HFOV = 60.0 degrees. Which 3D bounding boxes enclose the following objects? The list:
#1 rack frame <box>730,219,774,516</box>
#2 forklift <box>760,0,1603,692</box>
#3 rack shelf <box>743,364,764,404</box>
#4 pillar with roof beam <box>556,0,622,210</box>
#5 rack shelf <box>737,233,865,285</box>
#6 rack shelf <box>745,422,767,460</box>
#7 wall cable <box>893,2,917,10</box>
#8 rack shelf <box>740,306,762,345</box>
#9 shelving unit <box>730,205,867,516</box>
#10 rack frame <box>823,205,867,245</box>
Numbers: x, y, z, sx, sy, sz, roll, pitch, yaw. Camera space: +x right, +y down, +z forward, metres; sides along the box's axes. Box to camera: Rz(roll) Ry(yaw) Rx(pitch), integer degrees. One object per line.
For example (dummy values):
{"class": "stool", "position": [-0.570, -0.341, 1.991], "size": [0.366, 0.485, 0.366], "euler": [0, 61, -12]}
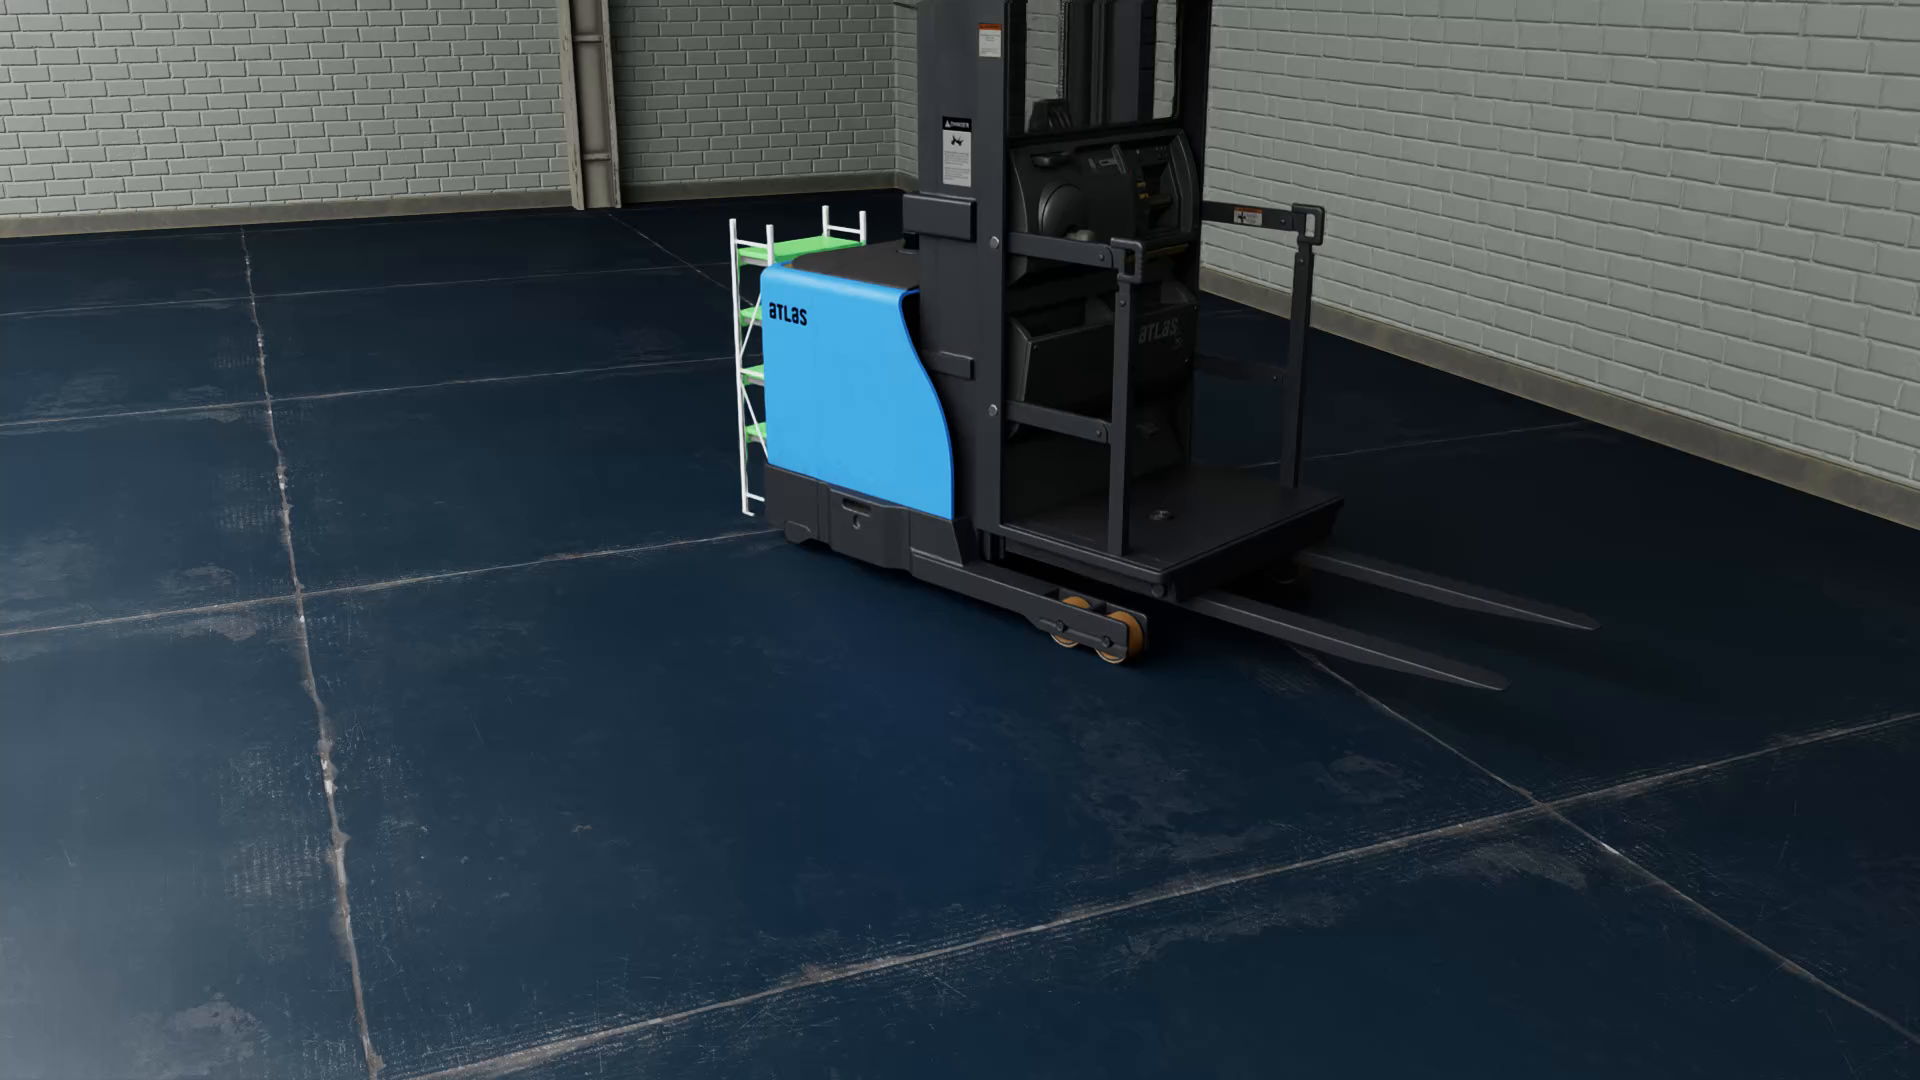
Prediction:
{"class": "rack frame", "position": [-0.800, -0.652, 6.568], "size": [0.240, 1.200, 0.015], "euler": [17, 26, 40]}
{"class": "forklift", "position": [0.651, -1.177, 5.453], "size": [3.031, 2.935, 1.130], "euler": [17, 26, 40]}
{"class": "rack shelf", "position": [-0.634, -0.651, 6.758], "size": [0.258, 0.148, 0.480], "euler": [17, 26, 40]}
{"class": "pillar with roof beam", "position": [-1.604, -5.970, 9.929], "size": [0.400, 9.000, 9.100], "euler": [-8, 21, -22]}
{"class": "rack shelf", "position": [-0.634, -1.104, 6.598], "size": [0.258, 0.148, 0.480], "euler": [17, 26, 40]}
{"class": "rack shelf", "position": [-0.634, -0.425, 6.837], "size": [0.258, 0.148, 0.480], "euler": [17, 26, 40]}
{"class": "wall cable", "position": [-0.080, -5.803, 14.129], "size": [0.112, 2.526, 3.097], "euler": [-8, 21, -22]}
{"class": "rack shelf", "position": [-0.634, -0.878, 6.678], "size": [0.258, 0.148, 0.480], "euler": [17, 26, 40]}
{"class": "shelving unit", "position": [-0.634, -0.712, 6.736], "size": [0.258, 1.200, 0.503], "euler": [17, 26, 40]}
{"class": "rack frame", "position": [-0.468, -0.771, 6.905], "size": [0.240, 1.200, 0.015], "euler": [17, 26, 40]}
